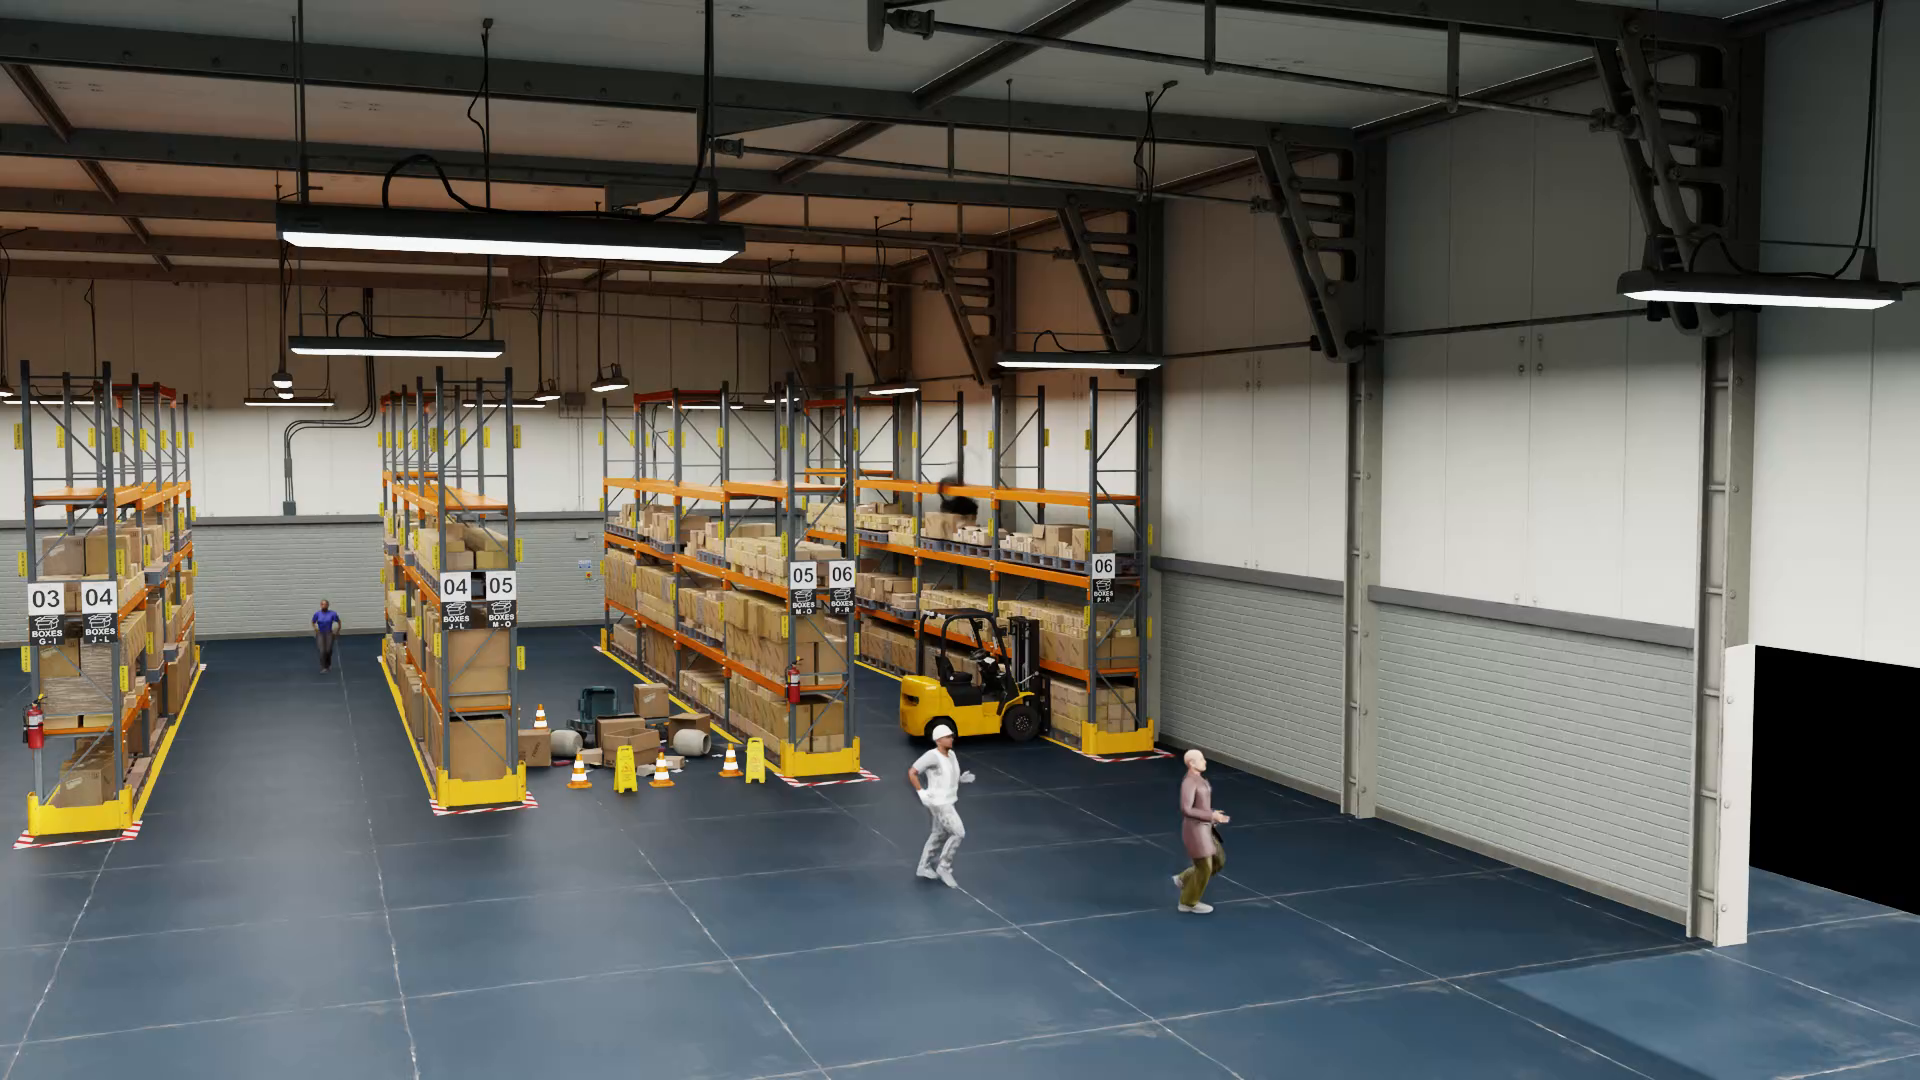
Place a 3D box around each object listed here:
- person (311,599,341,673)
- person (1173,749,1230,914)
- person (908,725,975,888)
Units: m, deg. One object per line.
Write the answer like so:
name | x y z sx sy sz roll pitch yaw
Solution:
person | -13.620 2.079 35.696 0.600 1.591 0.593 -1 4 -14
person | 2.554 3.071 17.554 0.649 1.730 0.702 1 4 20
person | -0.171 2.986 18.706 0.694 1.815 0.669 1 4 19
